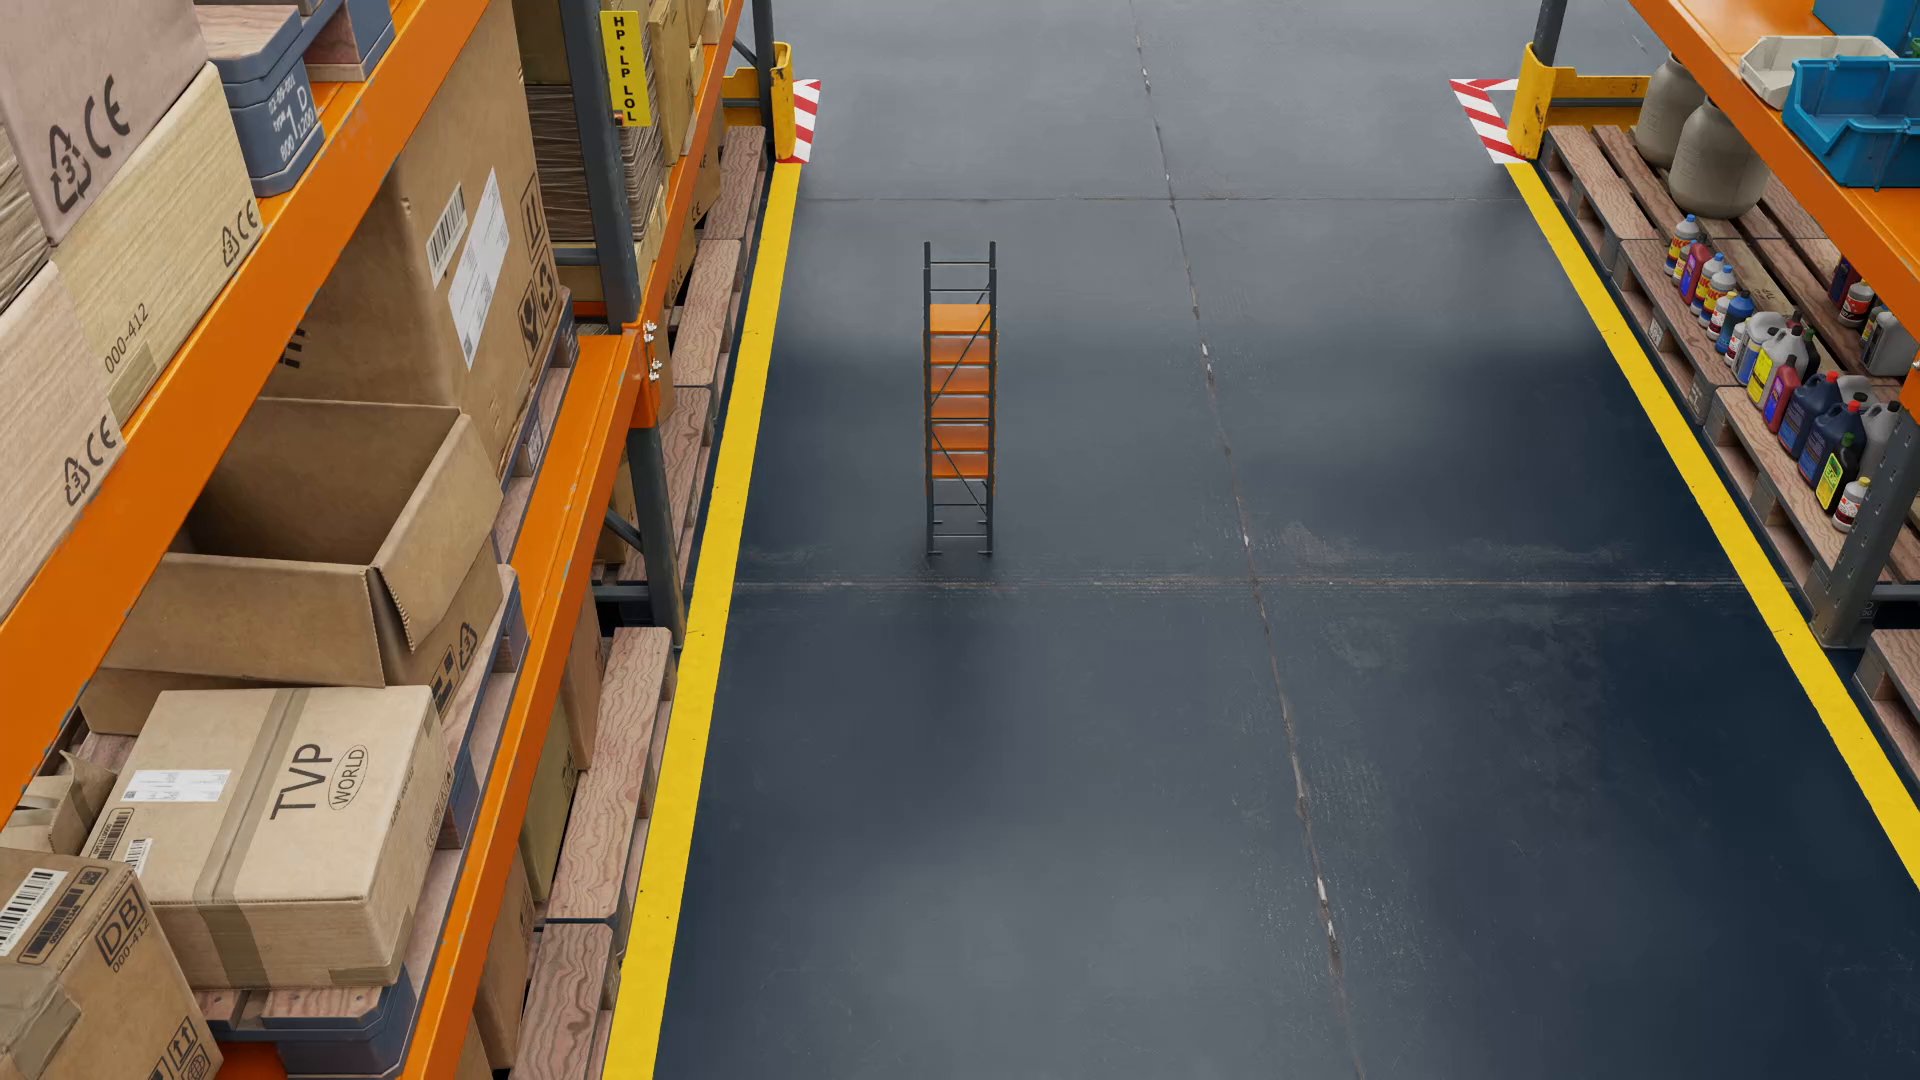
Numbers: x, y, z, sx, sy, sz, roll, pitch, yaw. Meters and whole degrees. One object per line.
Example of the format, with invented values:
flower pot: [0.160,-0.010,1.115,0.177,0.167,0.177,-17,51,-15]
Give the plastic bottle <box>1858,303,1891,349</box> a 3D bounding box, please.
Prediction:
plastic bottle: [3.783,-0.884,6.841,0.097,0.201,0.097,0,39,0]

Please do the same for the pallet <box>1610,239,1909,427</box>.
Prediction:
pallet: [3.527,-0.923,7.234,1.003,0.211,1.213,0,39,0]

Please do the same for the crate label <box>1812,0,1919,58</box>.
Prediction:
crate label: [3.758,-2.191,6.557,0.502,0.435,0.616,0,39,0]

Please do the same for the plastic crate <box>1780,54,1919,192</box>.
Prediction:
plastic crate: [3.218,-1.461,5.793,0.499,0.251,0.616,0,39,0]

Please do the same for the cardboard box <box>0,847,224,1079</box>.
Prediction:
cardboard box: [-1.599,0.789,2.451,0.700,0.500,0.500,5,39,7]

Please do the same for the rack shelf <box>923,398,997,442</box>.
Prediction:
rack shelf: [0.000,-0.443,5.914,0.258,0.103,0.180,0,39,0]

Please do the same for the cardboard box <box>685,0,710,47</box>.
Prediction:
cardboard box: [-1.427,-2.198,6.276,0.875,0.500,0.500,0,39,0]

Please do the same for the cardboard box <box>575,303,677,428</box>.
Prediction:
cardboard box: [-1.431,-0.620,6.288,0.500,0.500,0.500,12,40,14]

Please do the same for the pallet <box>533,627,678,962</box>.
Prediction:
pallet: [-1.460,0.752,5.143,1.003,0.211,1.213,0,39,0]

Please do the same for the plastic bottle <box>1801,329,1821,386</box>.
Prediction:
plastic bottle: [3.303,-0.679,6.519,0.061,0.283,0.133,0,39,0]

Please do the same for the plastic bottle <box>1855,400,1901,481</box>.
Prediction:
plastic bottle: [3.346,-0.367,6.076,0.144,0.351,0.185,0,39,0]

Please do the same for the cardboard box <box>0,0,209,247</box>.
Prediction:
cardboard box: [-1.206,-0.652,1.787,0.500,0.500,0.500,-1,39,-1]

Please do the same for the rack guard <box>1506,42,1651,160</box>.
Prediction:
rack guard: [3.533,-2.305,8.727,1.175,0.500,0.348,0,39,0]

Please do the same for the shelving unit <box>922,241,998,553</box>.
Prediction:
shelving unit: [0.000,-0.477,5.886,0.258,1.200,0.189,0,39,0]

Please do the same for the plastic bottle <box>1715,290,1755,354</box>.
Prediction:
plastic bottle: [3.177,-0.898,6.801,0.097,0.271,0.097,0,39,0]

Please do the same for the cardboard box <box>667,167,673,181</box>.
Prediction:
cardboard box: [-1.187,-1.329,5.710,0.380,0.149,0.250,0,39,0]

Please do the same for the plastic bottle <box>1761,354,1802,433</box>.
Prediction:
plastic bottle: [3.159,-0.563,6.374,0.061,0.283,0.133,2,39,3]

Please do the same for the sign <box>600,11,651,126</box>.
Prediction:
sign: [-0.908,-1.278,4.520,0.100,0.325,0.005,0,39,0]

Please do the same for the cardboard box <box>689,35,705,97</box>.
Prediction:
cardboard box: [-1.177,-1.798,6.296,0.380,0.149,0.250,0,39,0]

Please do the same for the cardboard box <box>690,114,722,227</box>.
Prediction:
cardboard box: [-1.448,-1.749,7.697,0.500,0.500,0.500,10,40,12]

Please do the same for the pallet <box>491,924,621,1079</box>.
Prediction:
pallet: [-1.456,1.517,4.189,1.003,0.211,1.213,0,39,0]

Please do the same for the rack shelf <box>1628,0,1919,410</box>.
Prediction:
rack shelf: [3.488,-1.797,6.669,1.077,0.370,4.000,0,39,0]

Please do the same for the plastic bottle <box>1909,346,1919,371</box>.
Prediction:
plastic bottle: [3.904,-0.854,6.683,0.144,0.351,0.185,0,39,0]

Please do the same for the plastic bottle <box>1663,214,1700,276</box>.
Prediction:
plastic bottle: [3.176,-1.301,7.305,0.097,0.271,0.097,0,39,0]

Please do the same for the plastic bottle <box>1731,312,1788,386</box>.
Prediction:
plastic bottle: [3.205,-0.762,6.628,0.152,0.276,0.135,1,39,1]

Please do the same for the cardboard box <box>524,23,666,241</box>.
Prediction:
cardboard box: [-1.401,-1.260,5.105,0.875,0.500,0.500,0,39,0]

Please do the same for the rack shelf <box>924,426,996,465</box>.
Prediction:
rack shelf: [0.000,-0.349,5.989,0.258,0.103,0.180,0,39,0]

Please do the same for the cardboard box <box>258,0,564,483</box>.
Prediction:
cardboard box: [-1.602,-0.724,3.940,1.000,1.000,1.000,0,39,0]

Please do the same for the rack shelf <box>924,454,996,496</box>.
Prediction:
rack shelf: [0.000,-0.255,6.064,0.258,0.103,0.180,0,39,0]

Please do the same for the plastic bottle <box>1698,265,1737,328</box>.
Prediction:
plastic bottle: [3.177,-1.024,6.959,0.097,0.271,0.097,0,39,0]

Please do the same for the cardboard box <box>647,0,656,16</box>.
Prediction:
cardboard box: [-1.211,-1.963,5.183,0.500,0.500,0.500,0,39,0]

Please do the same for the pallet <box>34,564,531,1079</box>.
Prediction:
pallet: [-1.501,0.515,3.362,1.003,0.211,1.213,0,39,0]

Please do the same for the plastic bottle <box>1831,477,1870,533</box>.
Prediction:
plastic bottle: [3.178,-0.133,5.903,0.097,0.201,0.097,0,39,0]

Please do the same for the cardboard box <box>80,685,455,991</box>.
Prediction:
cardboard box: [-1.230,0.525,2.981,0.500,0.250,0.500,-1,39,-1]

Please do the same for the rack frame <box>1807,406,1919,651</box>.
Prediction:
rack frame: [3.490,-0.827,4.883,1.000,3.000,0.127,0,39,0]

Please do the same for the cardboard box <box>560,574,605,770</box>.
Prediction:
cardboard box: [-1.483,0.365,5.044,0.700,0.500,0.500,-3,39,-4]

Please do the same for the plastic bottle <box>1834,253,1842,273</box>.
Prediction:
plastic bottle: [3.926,-1.260,7.309,0.097,0.201,0.097,0,39,0]

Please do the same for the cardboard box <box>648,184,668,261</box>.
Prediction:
cardboard box: [-1.149,-1.016,5.320,0.380,0.149,0.250,0,39,0]

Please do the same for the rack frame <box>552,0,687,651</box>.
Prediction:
rack frame: [-1.463,-0.823,4.879,1.000,3.000,0.127,0,39,0]

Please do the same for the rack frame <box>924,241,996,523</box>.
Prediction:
rack frame: [0.000,-0.534,5.957,0.240,1.200,0.006,0,39,0]

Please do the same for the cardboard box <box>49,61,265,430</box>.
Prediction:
cardboard box: [-1.214,-0.370,2.035,0.500,0.250,0.500,1,39,1]

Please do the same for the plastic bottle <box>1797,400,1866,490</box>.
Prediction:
plastic bottle: [3.201,-0.367,6.076,0.144,0.351,0.185,-1,39,-1]

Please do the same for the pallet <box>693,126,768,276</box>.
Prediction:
pallet: [-1.502,-1.681,8.179,1.003,0.211,1.213,0,39,0]

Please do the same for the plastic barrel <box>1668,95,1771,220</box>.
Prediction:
plastic barrel: [3.564,-1.796,7.746,0.421,0.512,0.421,0,39,0]

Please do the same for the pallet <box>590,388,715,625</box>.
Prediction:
pallet: [-1.499,-0.155,6.275,1.003,0.211,1.213,0,39,0]

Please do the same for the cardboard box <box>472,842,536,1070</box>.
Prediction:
cardboard box: [-1.501,1.013,4.235,0.700,0.500,0.500,-3,39,-4]

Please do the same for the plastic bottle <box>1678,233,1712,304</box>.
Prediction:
plastic bottle: [3.158,-1.164,7.124,0.061,0.283,0.133,1,39,1]

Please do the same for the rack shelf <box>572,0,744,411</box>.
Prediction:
rack shelf: [-1.465,-1.793,6.664,1.077,0.370,4.000,0,39,0]
